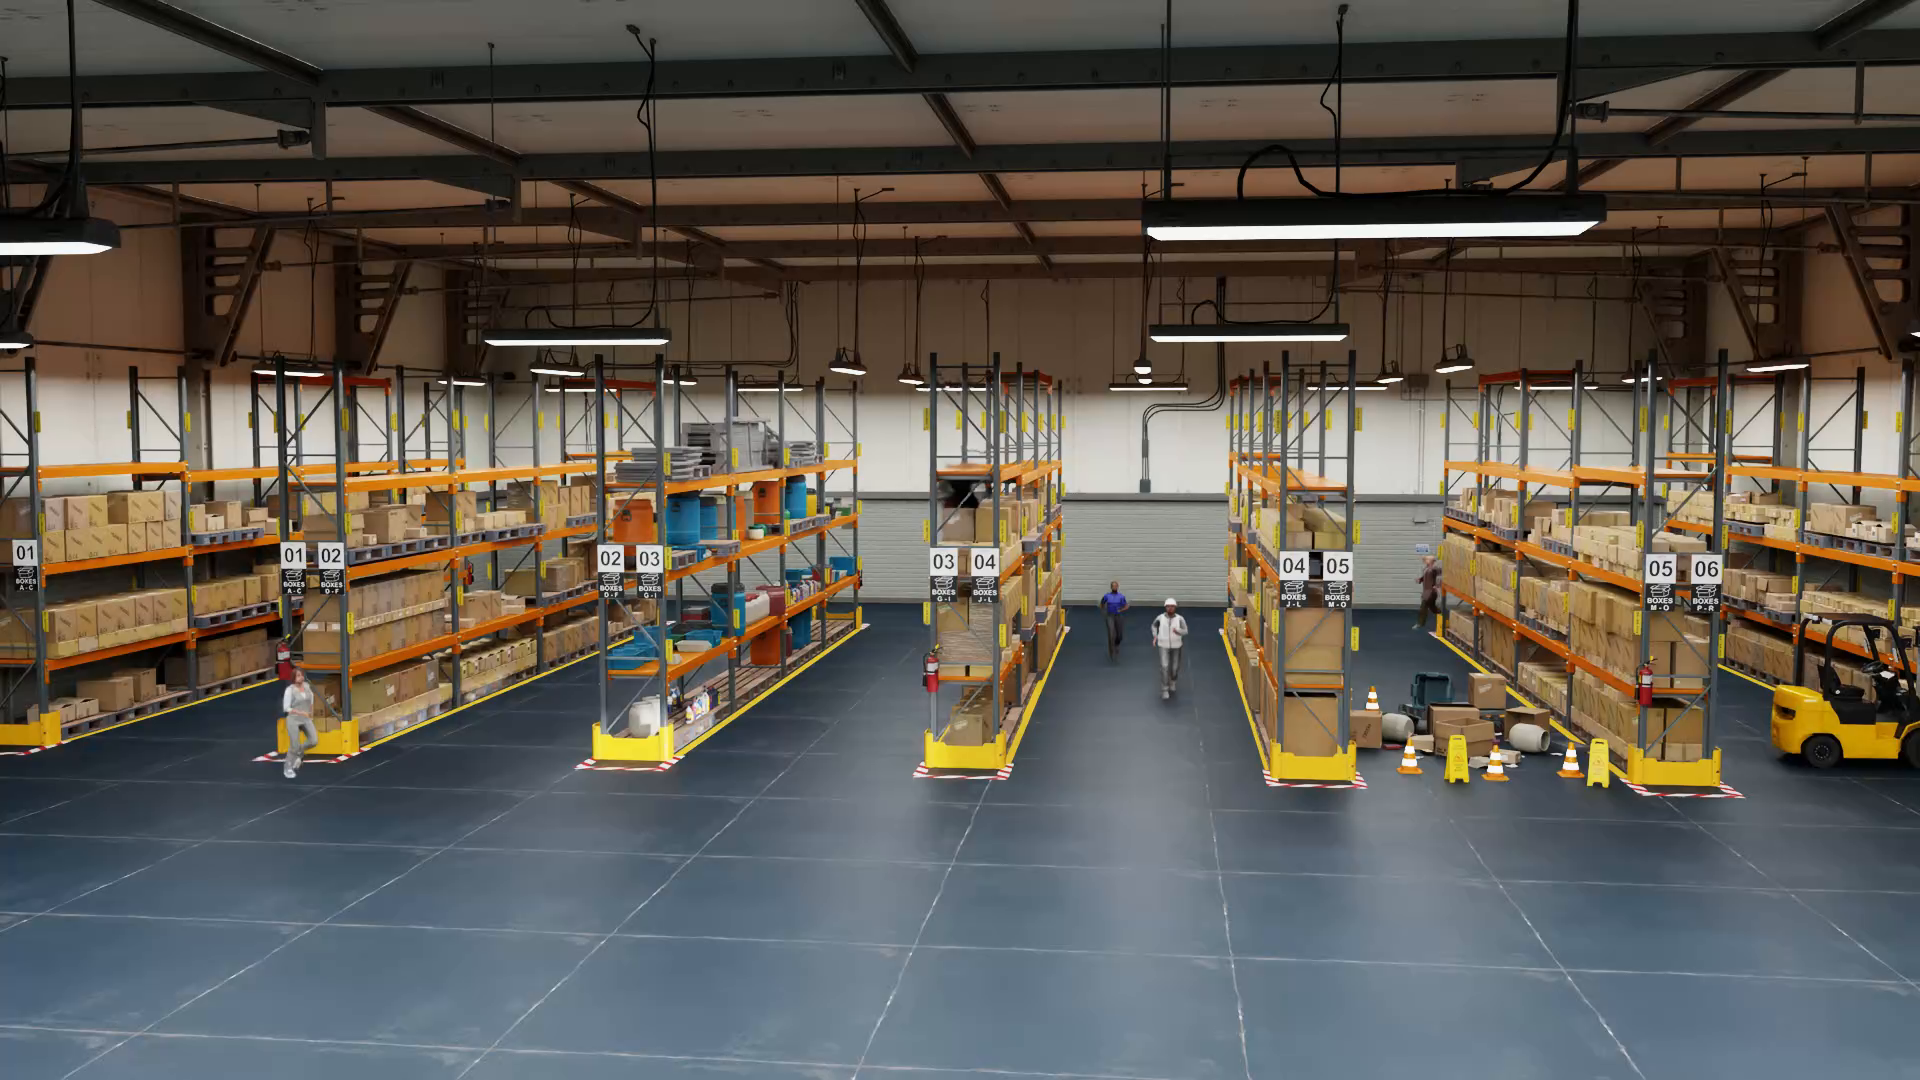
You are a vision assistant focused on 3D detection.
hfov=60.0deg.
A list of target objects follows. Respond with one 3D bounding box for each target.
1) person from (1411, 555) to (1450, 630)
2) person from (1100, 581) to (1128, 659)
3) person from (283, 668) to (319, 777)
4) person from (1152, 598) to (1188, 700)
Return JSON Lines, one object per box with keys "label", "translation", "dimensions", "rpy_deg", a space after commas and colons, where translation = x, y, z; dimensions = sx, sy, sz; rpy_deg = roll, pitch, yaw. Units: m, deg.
{"label": "person", "translation": [11.388, 1.267, 40.213], "dimensions": [0.980, 1.801, 0.700], "rpy_deg": [0, 4, -2]}
{"label": "person", "translation": [3.269, 1.688, 35.355], "dimensions": [0.588, 1.621, 0.824], "rpy_deg": [0, 4, 1]}
{"label": "person", "translation": [-9.261, 2.569, 23.398], "dimensions": [0.680, 1.553, 0.573], "rpy_deg": [3, 5, 37]}
{"label": "person", "translation": [3.823, 1.951, 30.287], "dimensions": [0.649, 1.780, 0.939], "rpy_deg": [0, 4, 3]}
